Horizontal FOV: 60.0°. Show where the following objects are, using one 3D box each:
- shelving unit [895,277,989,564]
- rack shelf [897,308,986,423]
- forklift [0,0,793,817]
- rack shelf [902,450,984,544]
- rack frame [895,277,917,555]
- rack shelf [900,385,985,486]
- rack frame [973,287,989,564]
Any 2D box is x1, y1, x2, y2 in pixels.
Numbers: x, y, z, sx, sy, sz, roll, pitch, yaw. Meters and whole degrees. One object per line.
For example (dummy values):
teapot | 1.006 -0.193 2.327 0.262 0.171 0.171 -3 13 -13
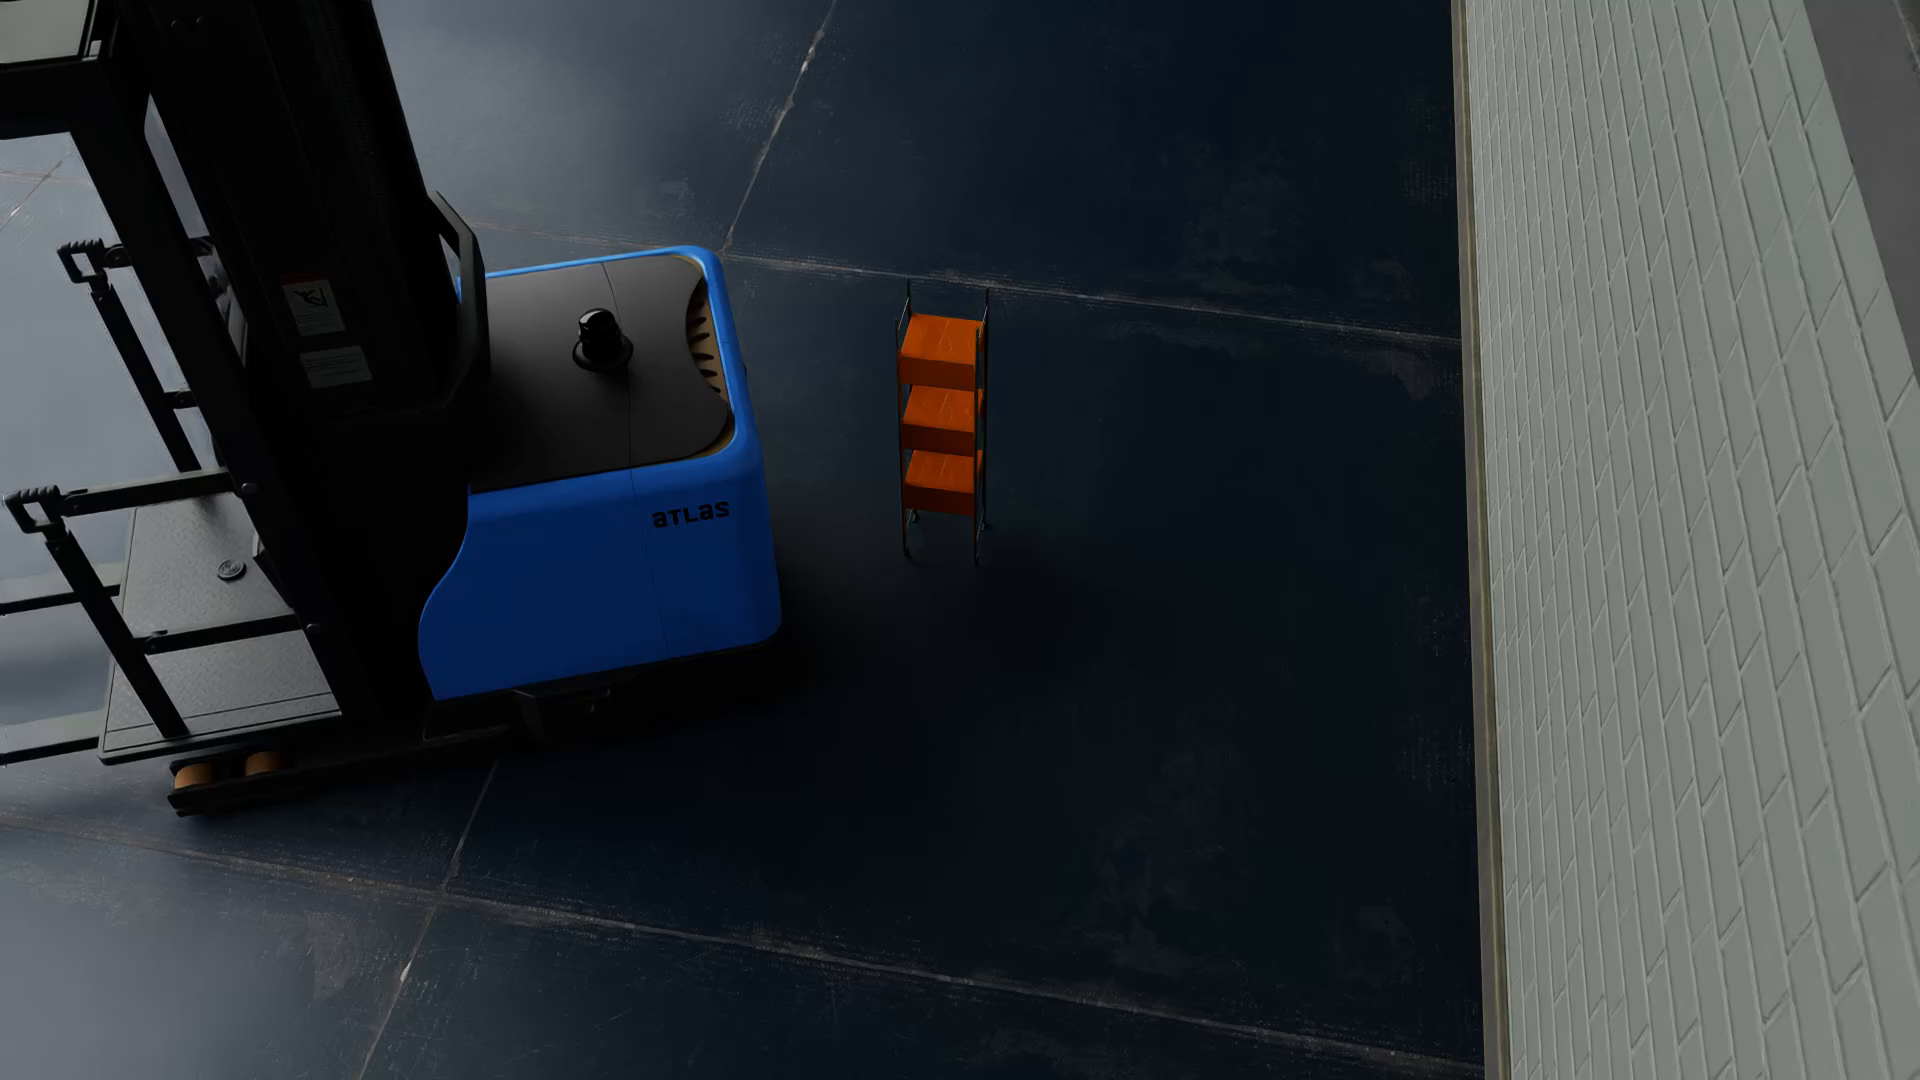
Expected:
shelving unit | -0.053 -0.358 5.366 0.252 1.050 0.215 8 49 7
rack shelf | -0.053 -0.541 5.163 0.240 0.259 0.215 8 49 7
forklift | -2.105 -0.591 4.310 3.031 2.935 1.130 -10 49 -9
rack shelf | -0.053 -0.165 5.580 0.240 0.259 0.215 8 49 7
rack frame | -0.173 -0.374 5.380 0.008 1.050 0.200 8 49 7
rack shelf | -0.053 -0.351 5.374 0.240 0.259 0.215 8 49 7
rack frame | 0.067 -0.342 5.351 0.008 1.050 0.200 8 49 7
